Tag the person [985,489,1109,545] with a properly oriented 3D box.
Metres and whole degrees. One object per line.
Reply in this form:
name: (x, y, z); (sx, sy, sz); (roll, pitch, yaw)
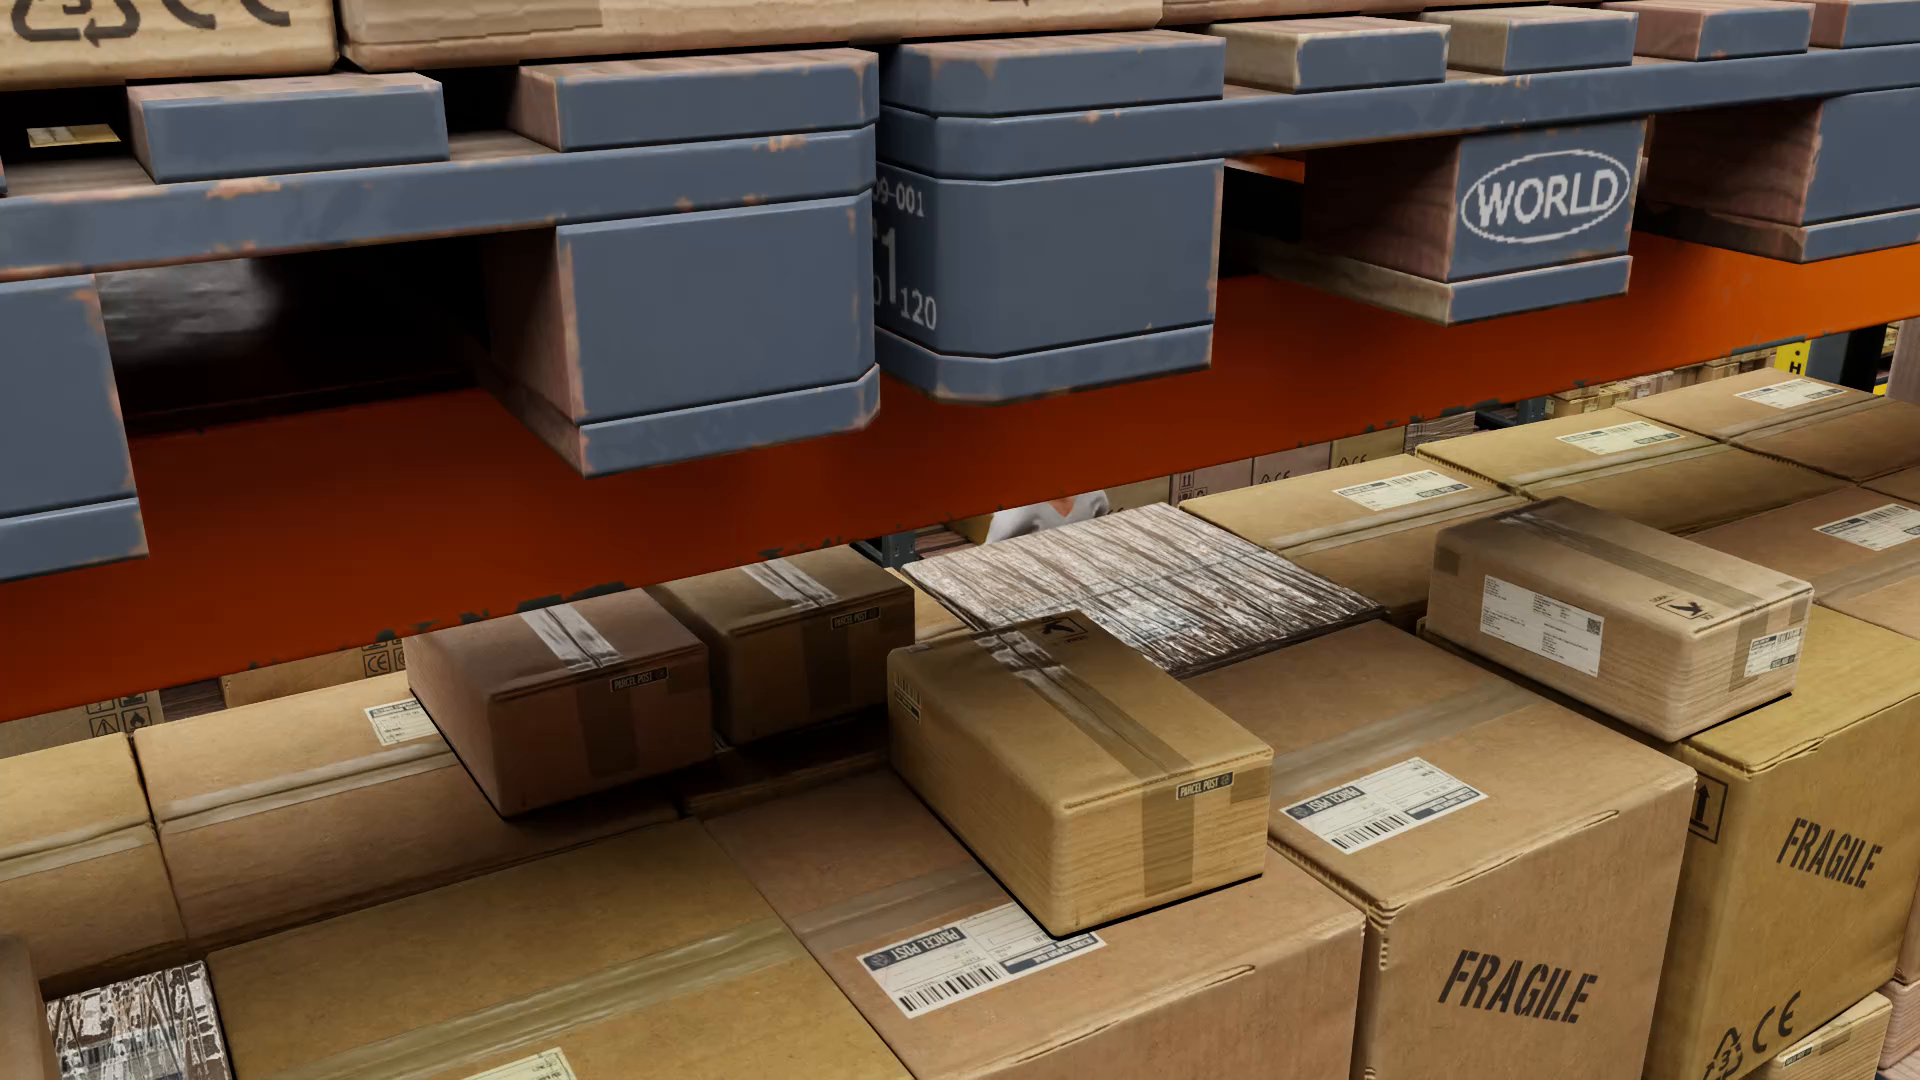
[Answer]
person: (0.282, 0.355, 5.206); (0.514, 1.672, 0.414); (-14, 26, -31)
